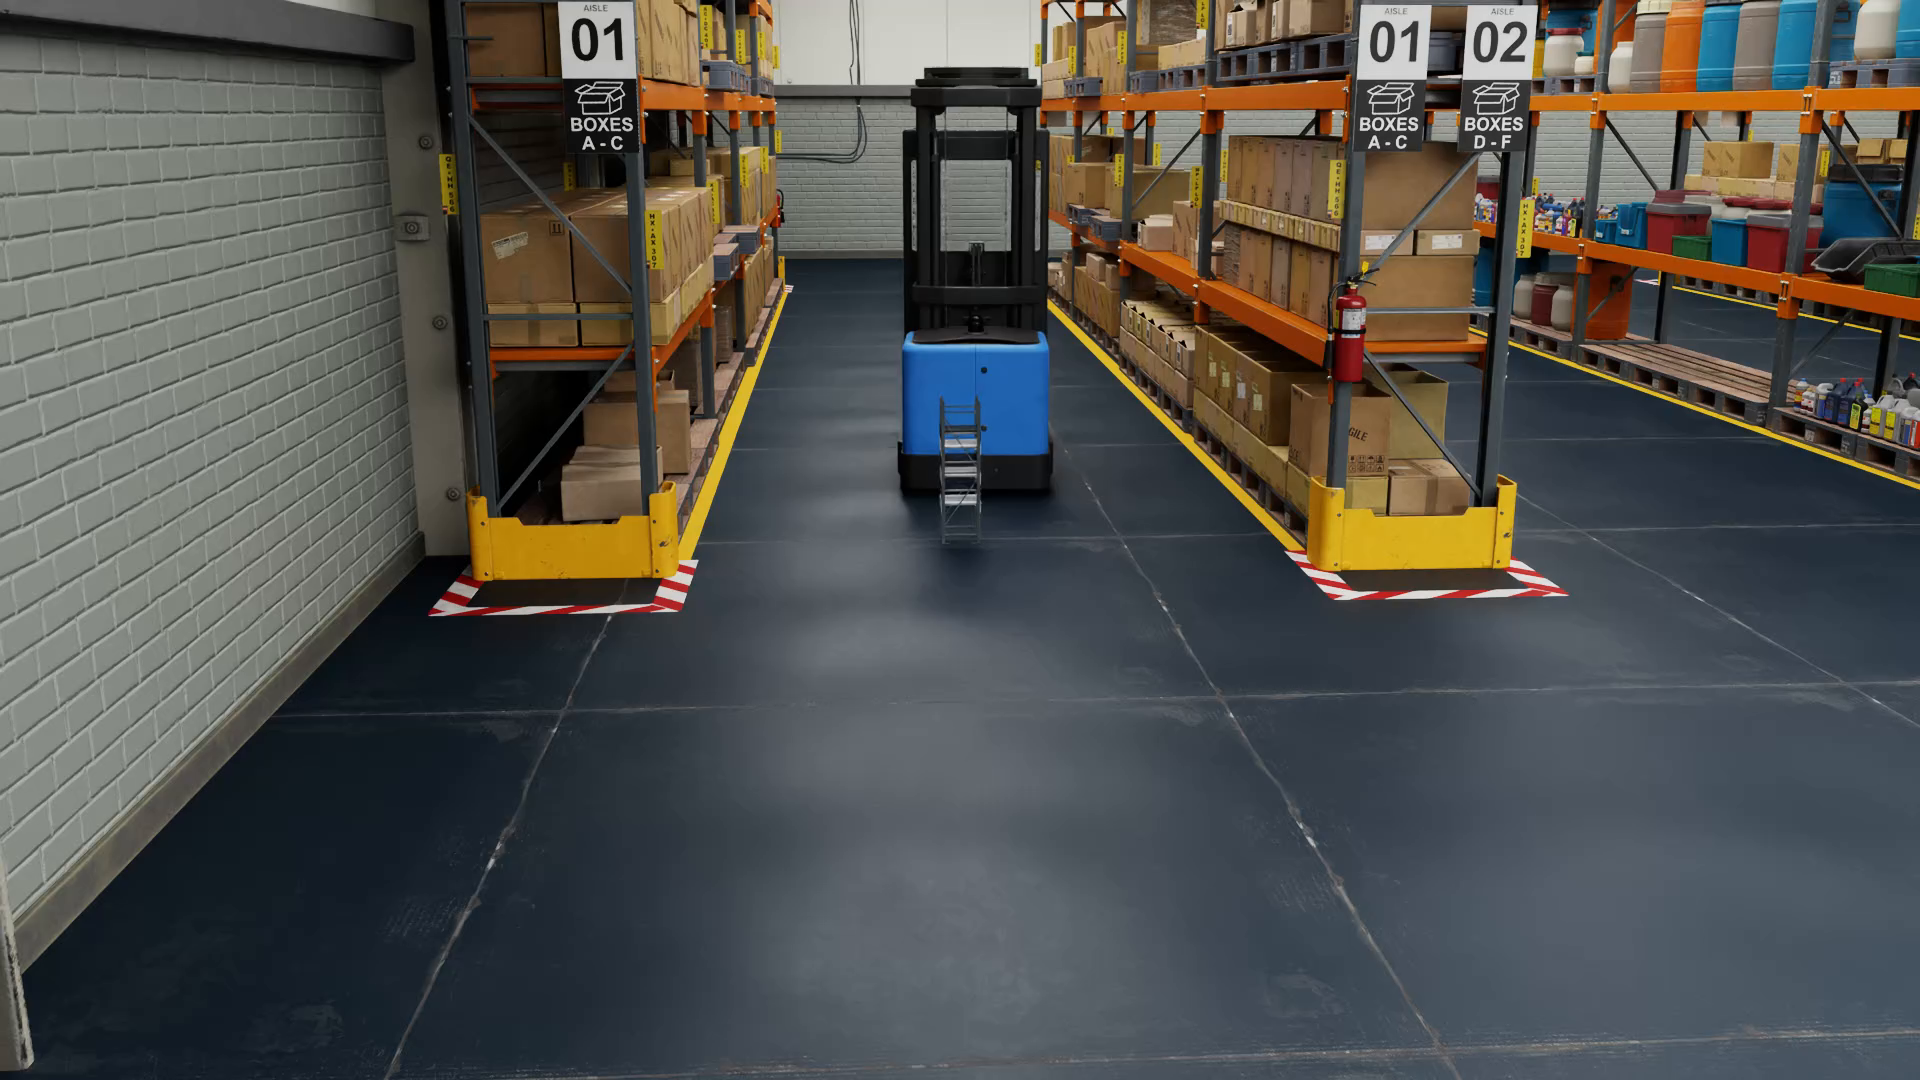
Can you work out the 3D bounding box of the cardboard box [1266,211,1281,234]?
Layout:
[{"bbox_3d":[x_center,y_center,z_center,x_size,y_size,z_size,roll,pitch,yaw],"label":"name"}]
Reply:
[{"bbox_3d":[2.367,-2.228,11.665,0.380,0.149,0.250,-1,14,-4],"label":"cardboard box"}]

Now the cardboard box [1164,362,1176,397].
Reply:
[{"bbox_3d":[2.099,-1.417,14.689,0.500,0.250,0.500,-1,14,-4],"label":"cardboard box"}]

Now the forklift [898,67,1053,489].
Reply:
[{"bbox_3d":[0.121,-2.085,12.747,1.130,2.935,3.031,0,14,0],"label":"forklift"}]

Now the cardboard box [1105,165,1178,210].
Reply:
[{"bbox_3d":[2.119,-4.124,19.491,0.700,0.500,0.500,-5,15,-18],"label":"cardboard box"}]

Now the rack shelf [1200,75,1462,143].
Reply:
[{"bbox_3d":[2.568,-2.928,11.309,1.077,0.370,4.000,-1,14,-3],"label":"rack shelf"}]

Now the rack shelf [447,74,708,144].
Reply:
[{"bbox_3d":[-2.376,-2.850,11.008,1.077,0.370,4.000,-1,14,-3],"label":"rack shelf"}]

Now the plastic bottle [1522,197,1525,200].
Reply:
[{"bbox_3d":[6.631,-3.865,19.627,0.144,0.351,0.185,-1,14,-3],"label":"plastic bottle"}]

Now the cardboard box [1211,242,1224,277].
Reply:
[{"bbox_3d":[2.370,-2.370,14.019,0.500,0.250,0.500,0,14,0],"label":"cardboard box"}]

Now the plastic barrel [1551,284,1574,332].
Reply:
[{"bbox_3d":[6.969,-2.650,18.957,0.421,0.512,0.421,0,14,0],"label":"plastic barrel"}]

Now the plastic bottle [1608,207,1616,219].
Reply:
[{"bbox_3d":[7.430,-3.654,18.941,0.061,0.283,0.133,-1,14,-3],"label":"plastic bottle"}]

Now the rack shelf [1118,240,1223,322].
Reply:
[{"bbox_3d":[2.320,-2.470,15.549,1.077,0.370,4.000,-1,14,-3],"label":"rack shelf"}]

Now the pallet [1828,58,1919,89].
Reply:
[{"bbox_3d":[7.530,-3.580,12.778,1.213,0.211,1.003,-1,14,-3],"label":"pallet"}]

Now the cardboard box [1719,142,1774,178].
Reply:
[{"bbox_3d":[11.417,-5.515,24.141,0.500,0.500,0.500,-1,14,-5],"label":"cardboard box"}]

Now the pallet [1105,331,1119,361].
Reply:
[{"bbox_3d":[2.188,-2.151,18.464,1.003,0.211,1.213,-1,14,-3],"label":"pallet"}]

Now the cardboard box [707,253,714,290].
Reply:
[{"bbox_3d":[-2.168,-2.067,12.802,0.500,0.250,0.500,-1,14,-3],"label":"cardboard box"}]

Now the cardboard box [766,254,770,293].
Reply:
[{"bbox_3d":[-2.997,-3.666,22.929,0.700,0.500,0.500,-1,14,-2],"label":"cardboard box"}]

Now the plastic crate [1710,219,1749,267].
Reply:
[{"bbox_3d":[7.009,-2.658,14.870,0.392,0.384,0.575,-1,14,-3],"label":"plastic crate"}]

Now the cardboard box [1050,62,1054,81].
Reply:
[{"bbox_3d":[1.534,-6.547,23.230,0.500,0.250,0.500,-1,14,-3],"label":"cardboard box"}]

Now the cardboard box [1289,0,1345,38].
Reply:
[{"bbox_3d":[2.357,-3.260,10.333,0.500,0.250,0.500,-1,14,-3],"label":"cardboard box"}]

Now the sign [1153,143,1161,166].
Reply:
[{"bbox_3d":[2.502,-4.881,21.152,0.100,0.325,0.005,-1,14,-3],"label":"sign"}]

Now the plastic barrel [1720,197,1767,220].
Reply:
[{"bbox_3d":[7.475,-2.994,15.869,0.433,0.535,0.433,0,14,0],"label":"plastic barrel"}]

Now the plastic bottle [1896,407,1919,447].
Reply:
[{"bbox_3d":[7.088,-0.843,12.367,0.152,0.276,0.135,-1,14,-5],"label":"plastic bottle"}]

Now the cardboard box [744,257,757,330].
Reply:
[{"bbox_3d":[-2.710,-2.803,18.874,0.750,0.750,0.750,-1,14,-4],"label":"cardboard box"}]

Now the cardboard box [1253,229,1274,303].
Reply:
[{"bbox_3d":[2.544,-2.003,12.091,0.700,0.500,0.500,-1,14,-3],"label":"cardboard box"}]

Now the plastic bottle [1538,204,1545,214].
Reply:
[{"bbox_3d":[6.751,-3.761,19.359,0.061,0.283,0.133,-1,14,-3],"label":"plastic bottle"}]

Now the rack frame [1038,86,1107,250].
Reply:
[{"bbox_3d":[1.700,-5.305,25.126,1.000,3.000,0.127,-1,14,-3],"label":"rack frame"}]

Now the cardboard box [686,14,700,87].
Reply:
[{"bbox_3d":[-2.222,-3.632,12.361,0.500,0.500,0.500,0,14,-2],"label":"cardboard box"}]

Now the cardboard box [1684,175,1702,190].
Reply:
[{"bbox_3d":[11.348,-5.405,25.218,0.500,0.250,0.500,-1,14,-5],"label":"cardboard box"}]

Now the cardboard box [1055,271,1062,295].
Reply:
[{"bbox_3d":[1.583,-3.545,22.798,0.500,0.311,0.500,-1,14,-3],"label":"cardboard box"}]

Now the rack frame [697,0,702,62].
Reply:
[{"bbox_3d":[-2.500,-5.149,12.478,1.000,3.000,0.127,-1,14,-3],"label":"rack frame"}]

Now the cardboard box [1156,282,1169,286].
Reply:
[{"bbox_3d":[2.389,-2.691,19.098,0.500,0.500,0.500,-1,14,-4],"label":"cardboard box"}]

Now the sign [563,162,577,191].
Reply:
[{"bbox_3d":[-3.054,-2.795,13.045,0.100,0.325,0.005,-1,14,-3],"label":"sign"}]

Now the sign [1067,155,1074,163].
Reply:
[{"bbox_3d":[1.407,-4.719,21.112,0.100,0.325,0.005,-1,14,-3],"label":"sign"}]

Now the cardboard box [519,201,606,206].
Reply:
[{"bbox_3d":[-2.551,-1.917,10.712,0.500,0.500,0.500,-1,14,-5],"label":"cardboard box"}]

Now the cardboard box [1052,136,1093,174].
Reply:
[{"bbox_3d":[1.563,-5.343,23.064,0.500,0.500,0.500,-1,14,-4],"label":"cardboard box"}]

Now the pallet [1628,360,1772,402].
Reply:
[{"bbox_3d":[7.222,-1.545,16.106,1.003,0.211,1.213,-1,14,-3],"label":"pallet"}]

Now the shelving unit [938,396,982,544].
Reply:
[{"bbox_3d":[0.000,-0.438,10.422,0.258,0.900,0.210,-1,14,-3],"label":"shelving unit"}]

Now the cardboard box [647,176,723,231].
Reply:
[{"bbox_3d":[-2.647,-3.244,16.033,0.700,0.500,0.500,-2,15,-9],"label":"cardboard box"}]

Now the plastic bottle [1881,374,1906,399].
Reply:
[{"bbox_3d":[7.572,-1.169,13.482,0.144,0.351,0.185,-1,14,-3],"label":"plastic bottle"}]

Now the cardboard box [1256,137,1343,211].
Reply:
[{"bbox_3d":[2.541,-2.637,11.952,0.700,0.500,0.500,-1,14,-3],"label":"cardboard box"}]

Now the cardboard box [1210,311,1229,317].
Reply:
[{"bbox_3d":[2.542,-2.078,16.132,0.500,0.311,0.500,-1,14,-4],"label":"cardboard box"}]

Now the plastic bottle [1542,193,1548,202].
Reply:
[{"bbox_3d":[7.276,-4.139,20.690,0.144,0.351,0.185,-1,14,-3],"label":"plastic bottle"}]

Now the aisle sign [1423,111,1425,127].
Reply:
[{"bbox_3d":[6.932,-6.662,25.183,0.394,0.787,0.004,-1,14,-3],"label":"aisle sign"}]

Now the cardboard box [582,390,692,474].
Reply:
[{"bbox_3d":[-2.236,-0.750,11.553,0.700,0.500,0.500,-2,15,-7],"label":"cardboard box"}]

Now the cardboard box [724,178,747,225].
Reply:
[{"bbox_3d":[-2.522,-3.565,17.525,0.500,0.500,0.500,0,14,-2],"label":"cardboard box"}]

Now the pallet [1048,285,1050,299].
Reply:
[{"bbox_3d":[1.756,-3.737,24.629,1.003,0.211,1.213,-1,14,-3],"label":"pallet"}]

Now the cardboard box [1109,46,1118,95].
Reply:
[{"bbox_3d":[2.104,-5.052,17.919,0.910,0.500,0.500,-1,14,-3],"label":"cardboard box"}]

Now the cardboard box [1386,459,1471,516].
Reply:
[{"bbox_3d":[2.881,-0.335,10.482,0.500,0.250,0.500,-1,14,-3],"label":"cardboard box"}]

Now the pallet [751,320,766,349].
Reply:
[{"bbox_3d":[-2.794,-2.388,19.383,1.003,0.211,1.213,-1,14,-3],"label":"pallet"}]

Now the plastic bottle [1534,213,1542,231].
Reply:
[{"bbox_3d":[6.644,-3.645,19.071,0.097,0.201,0.097,0,14,0],"label":"plastic bottle"}]

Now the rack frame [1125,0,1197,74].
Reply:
[{"bbox_3d":[2.196,-6.221,16.645,1.000,3.000,0.127,-1,14,-3],"label":"rack frame"}]

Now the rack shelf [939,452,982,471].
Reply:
[{"bbox_3d":[0.000,-0.493,10.408,0.258,0.077,0.200,-1,14,-3],"label":"rack shelf"}]

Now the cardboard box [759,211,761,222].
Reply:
[{"bbox_3d":[-2.653,-3.979,20.435,0.380,0.149,0.250,-1,14,-2],"label":"cardboard box"}]

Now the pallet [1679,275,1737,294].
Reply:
[{"bbox_3d":[11.716,-3.909,25.296,1.003,0.211,1.213,-1,14,-3],"label":"pallet"}]
